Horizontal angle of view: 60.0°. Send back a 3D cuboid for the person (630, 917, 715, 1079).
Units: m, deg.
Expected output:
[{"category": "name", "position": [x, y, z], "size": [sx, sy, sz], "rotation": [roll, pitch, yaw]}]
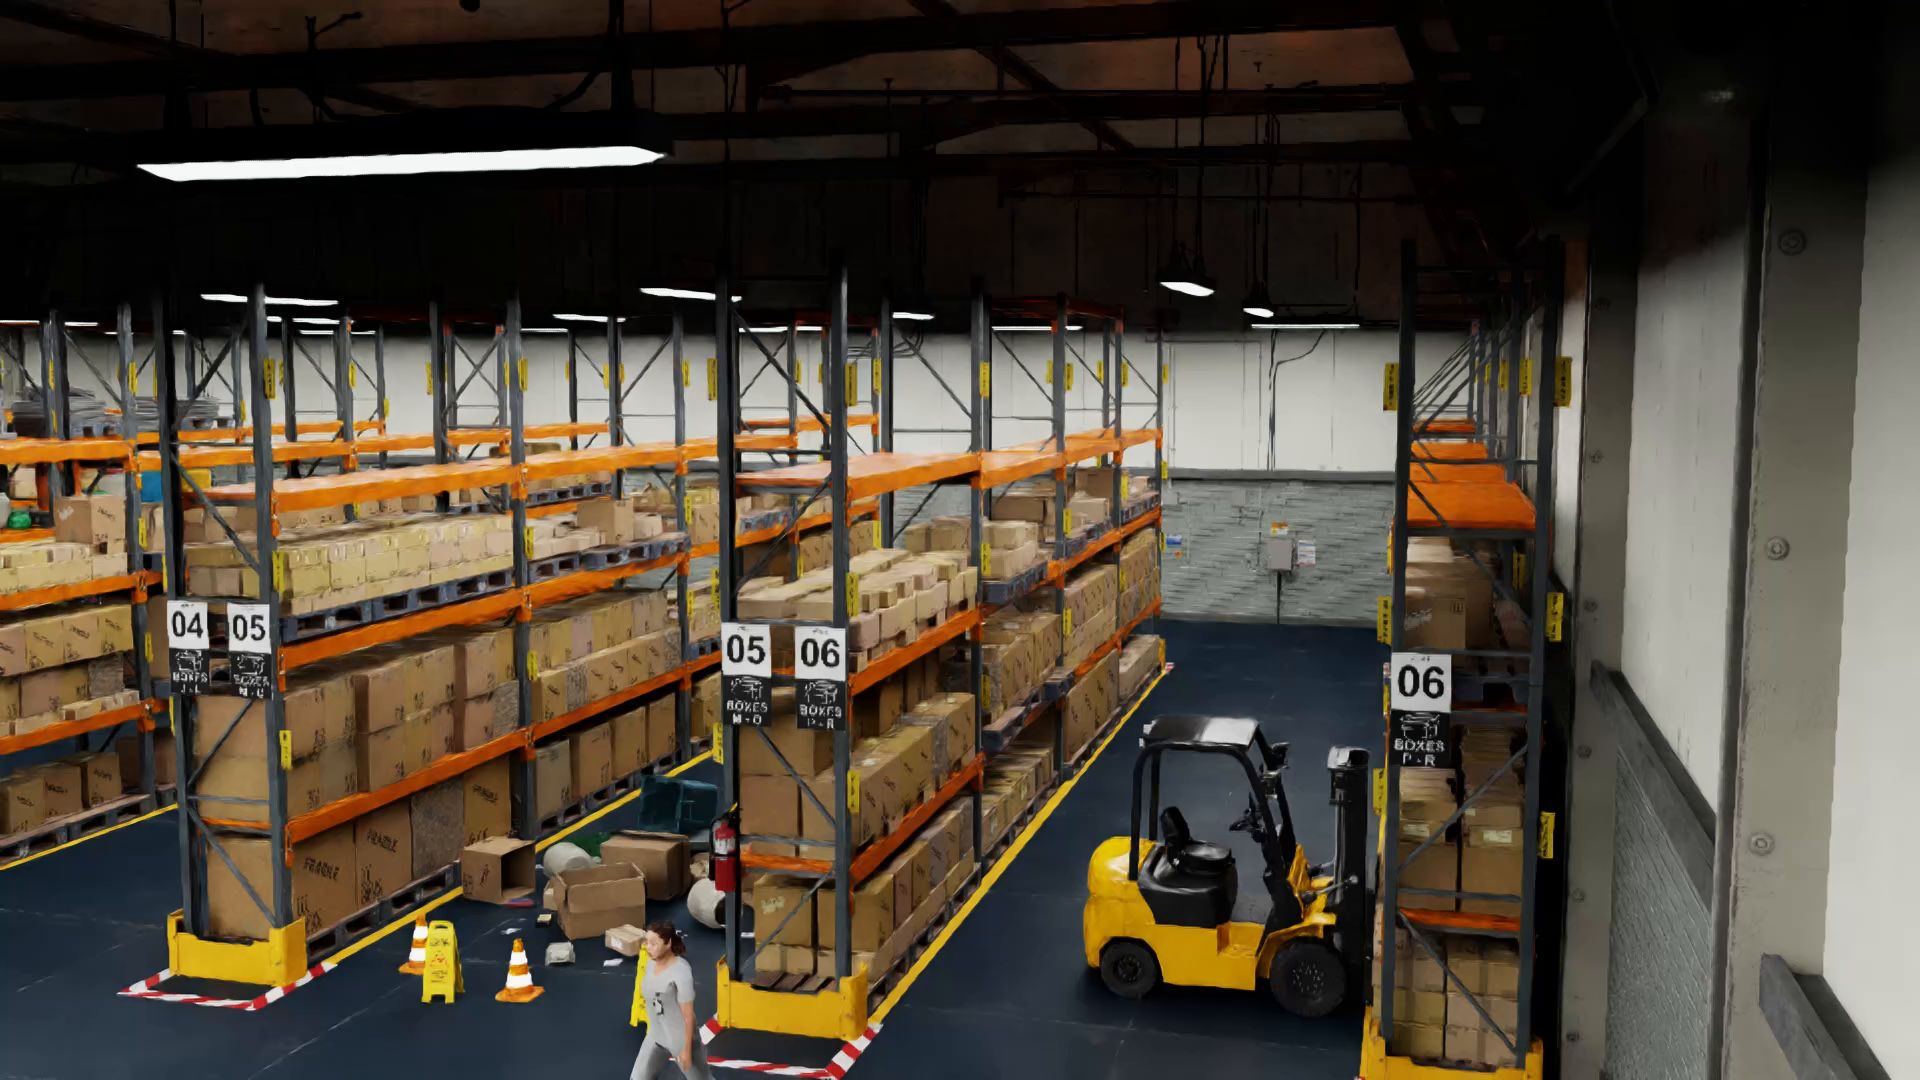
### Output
[{"category": "person", "position": [-1.884, 3.224, 10.767], "size": [0.482, 1.619, 0.947], "rotation": [5, 8, 39]}]
